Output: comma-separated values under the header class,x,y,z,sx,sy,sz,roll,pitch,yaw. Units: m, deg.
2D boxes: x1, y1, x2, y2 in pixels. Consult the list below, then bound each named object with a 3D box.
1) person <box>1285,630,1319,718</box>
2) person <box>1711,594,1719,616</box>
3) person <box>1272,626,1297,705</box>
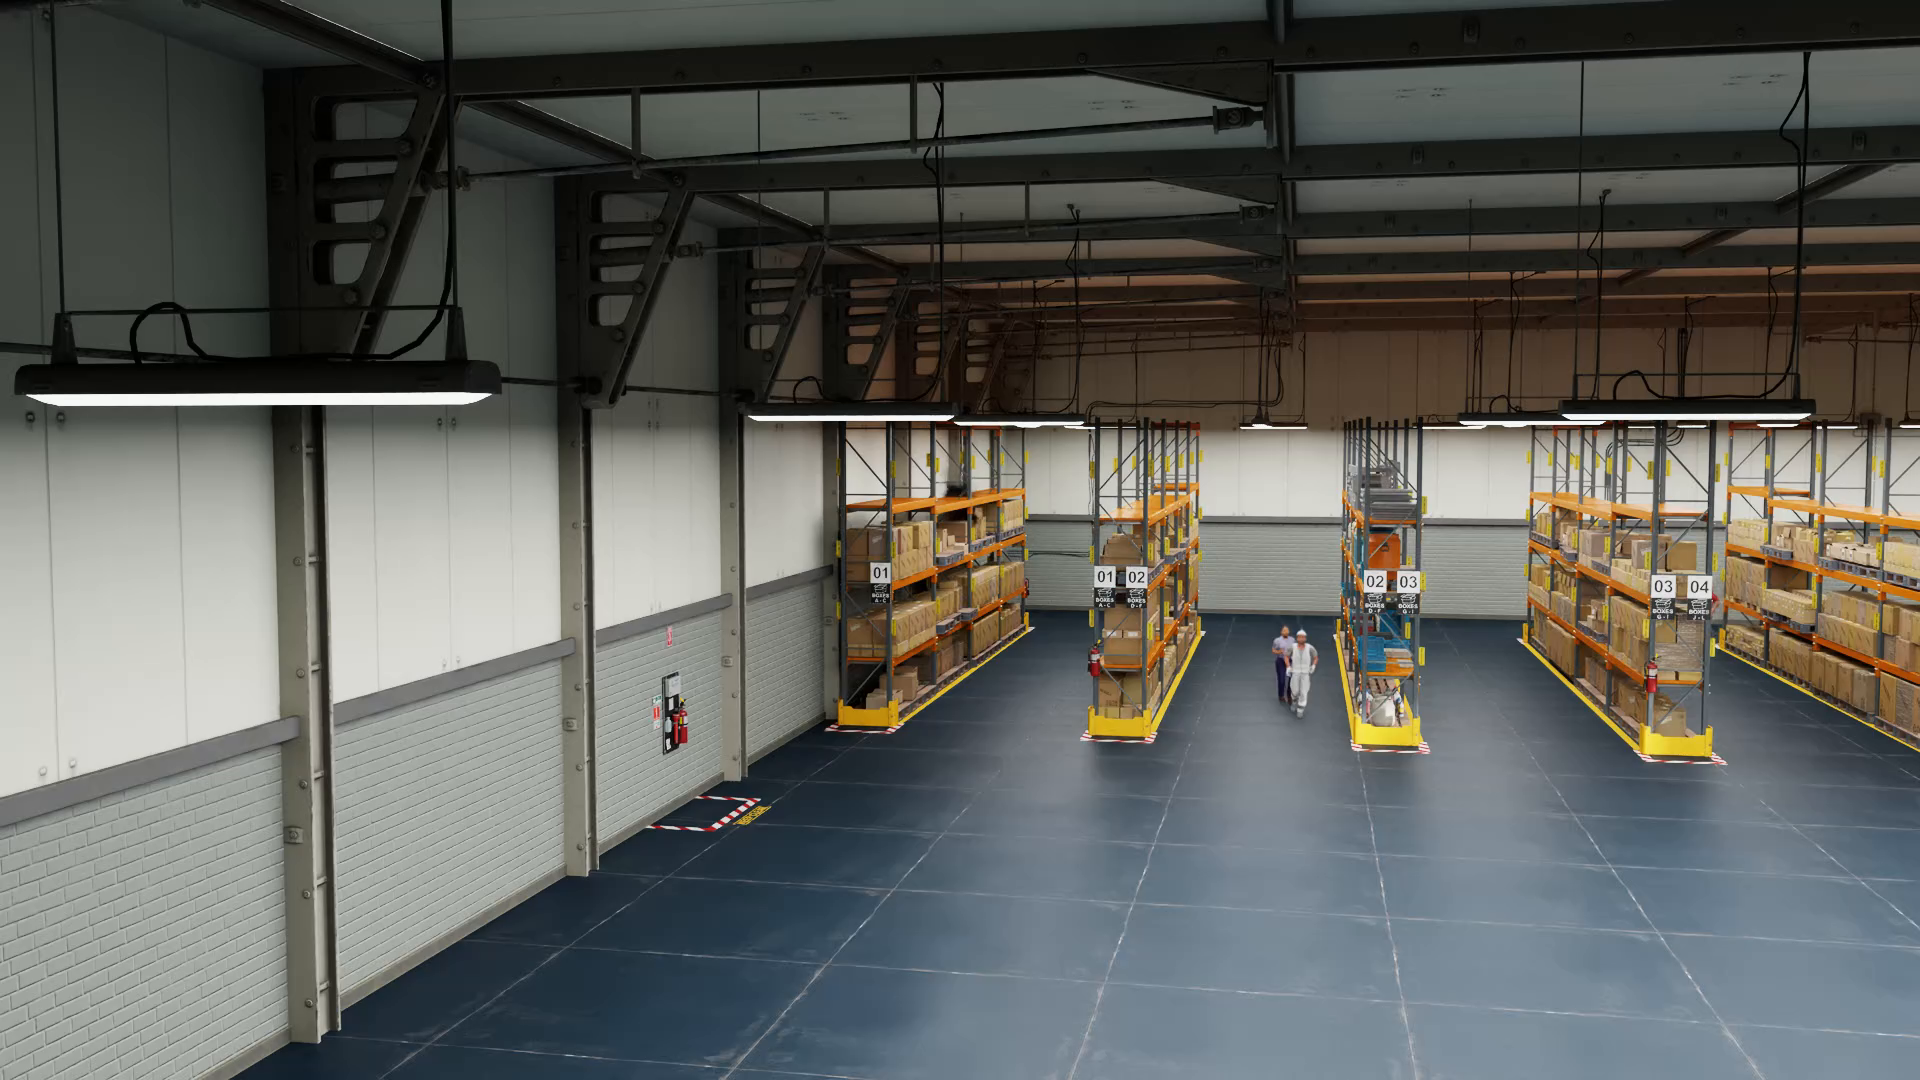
class,x,y,z,sx,sy,sz,roll,pitch,yaw
person,6.862,2.684,33.390,0.673,1.752,0.590,1,4,10
person,20.255,1.981,45.292,0.546,1.634,0.799,0,4,-4
person,6.867,2.647,35.030,0.586,1.664,0.661,0,4,2
